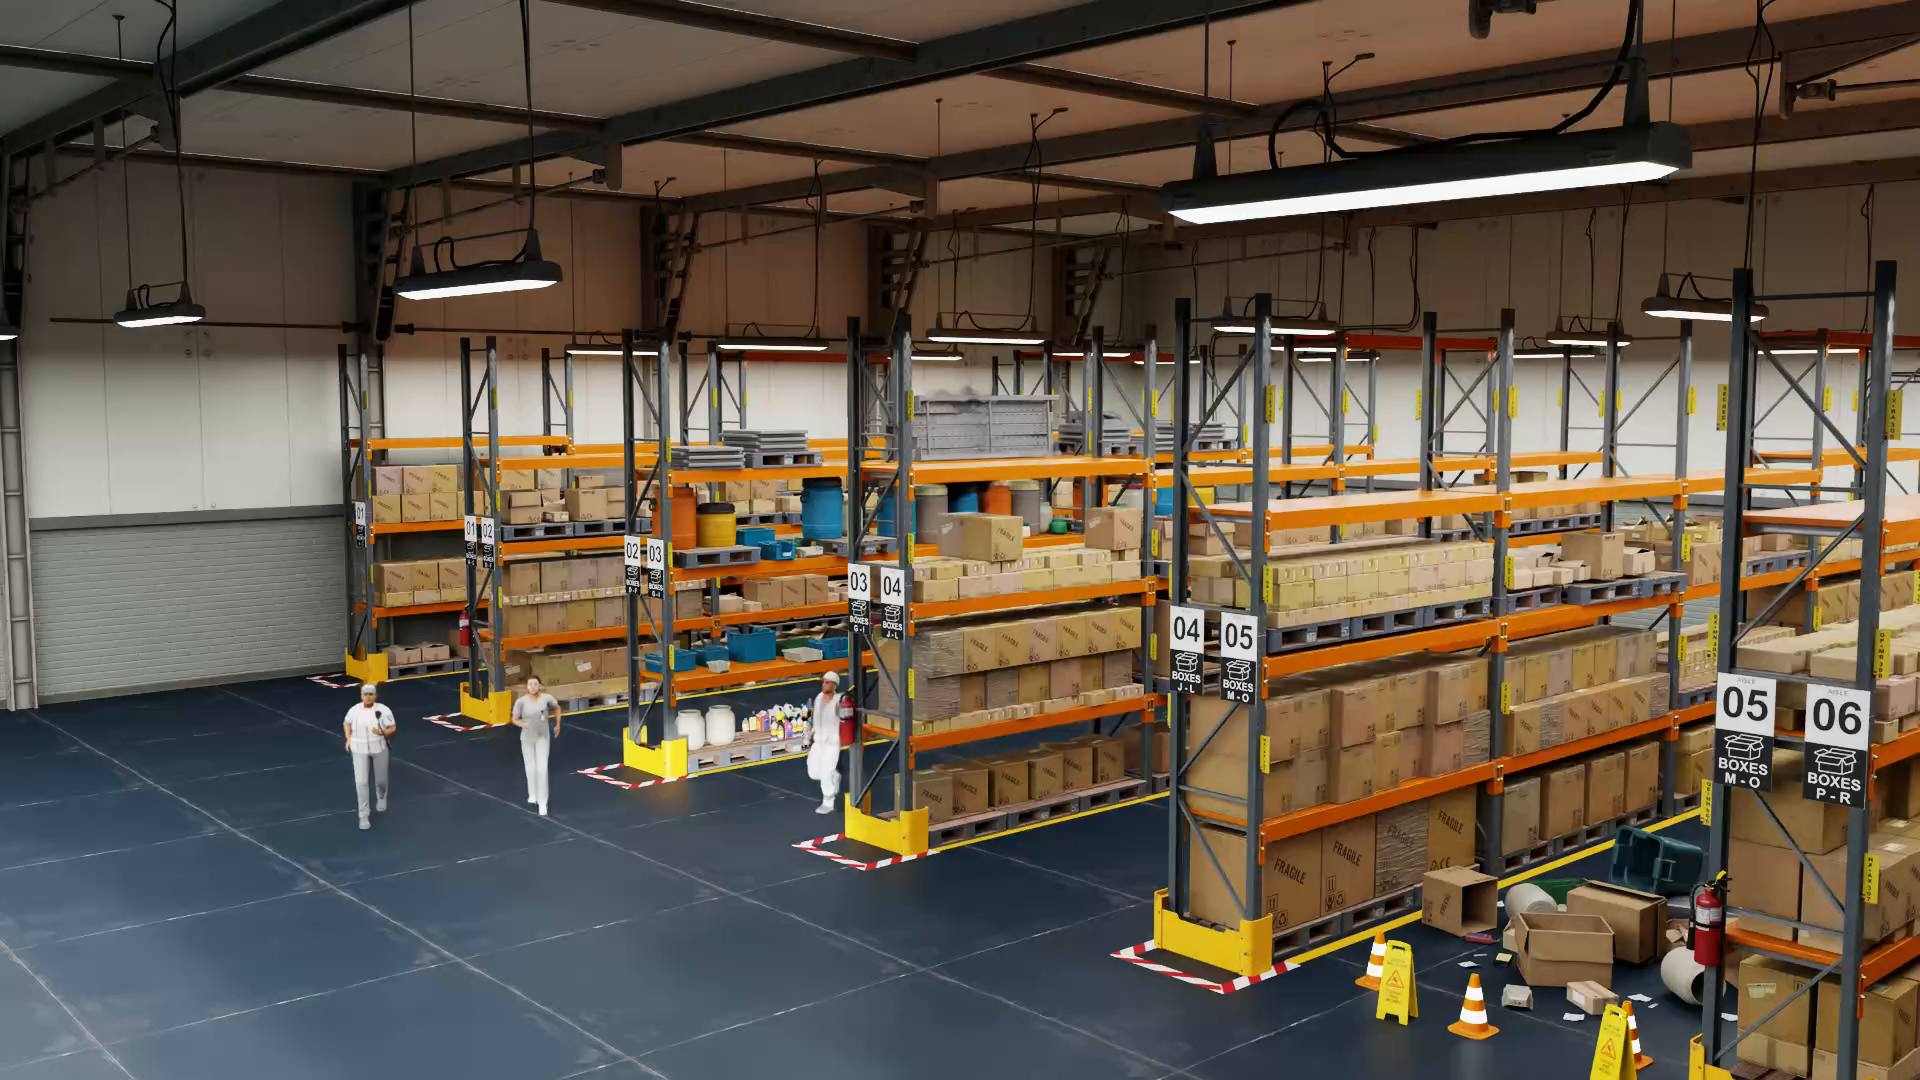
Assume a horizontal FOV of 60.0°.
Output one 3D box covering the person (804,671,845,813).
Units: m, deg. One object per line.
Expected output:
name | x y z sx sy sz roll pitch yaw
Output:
person | -1.585 2.473 20.436 0.642 1.735 0.600 4 6 36

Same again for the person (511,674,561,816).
person | -5.216 2.505 20.483 0.577 1.732 0.761 -1 5 -10

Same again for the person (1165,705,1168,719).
person | 3.314 2.041 25.780 0.608 1.645 0.896 3 6 34

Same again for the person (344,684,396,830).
person | -7.046 2.539 19.871 0.605 1.653 0.899 -2 5 -17
